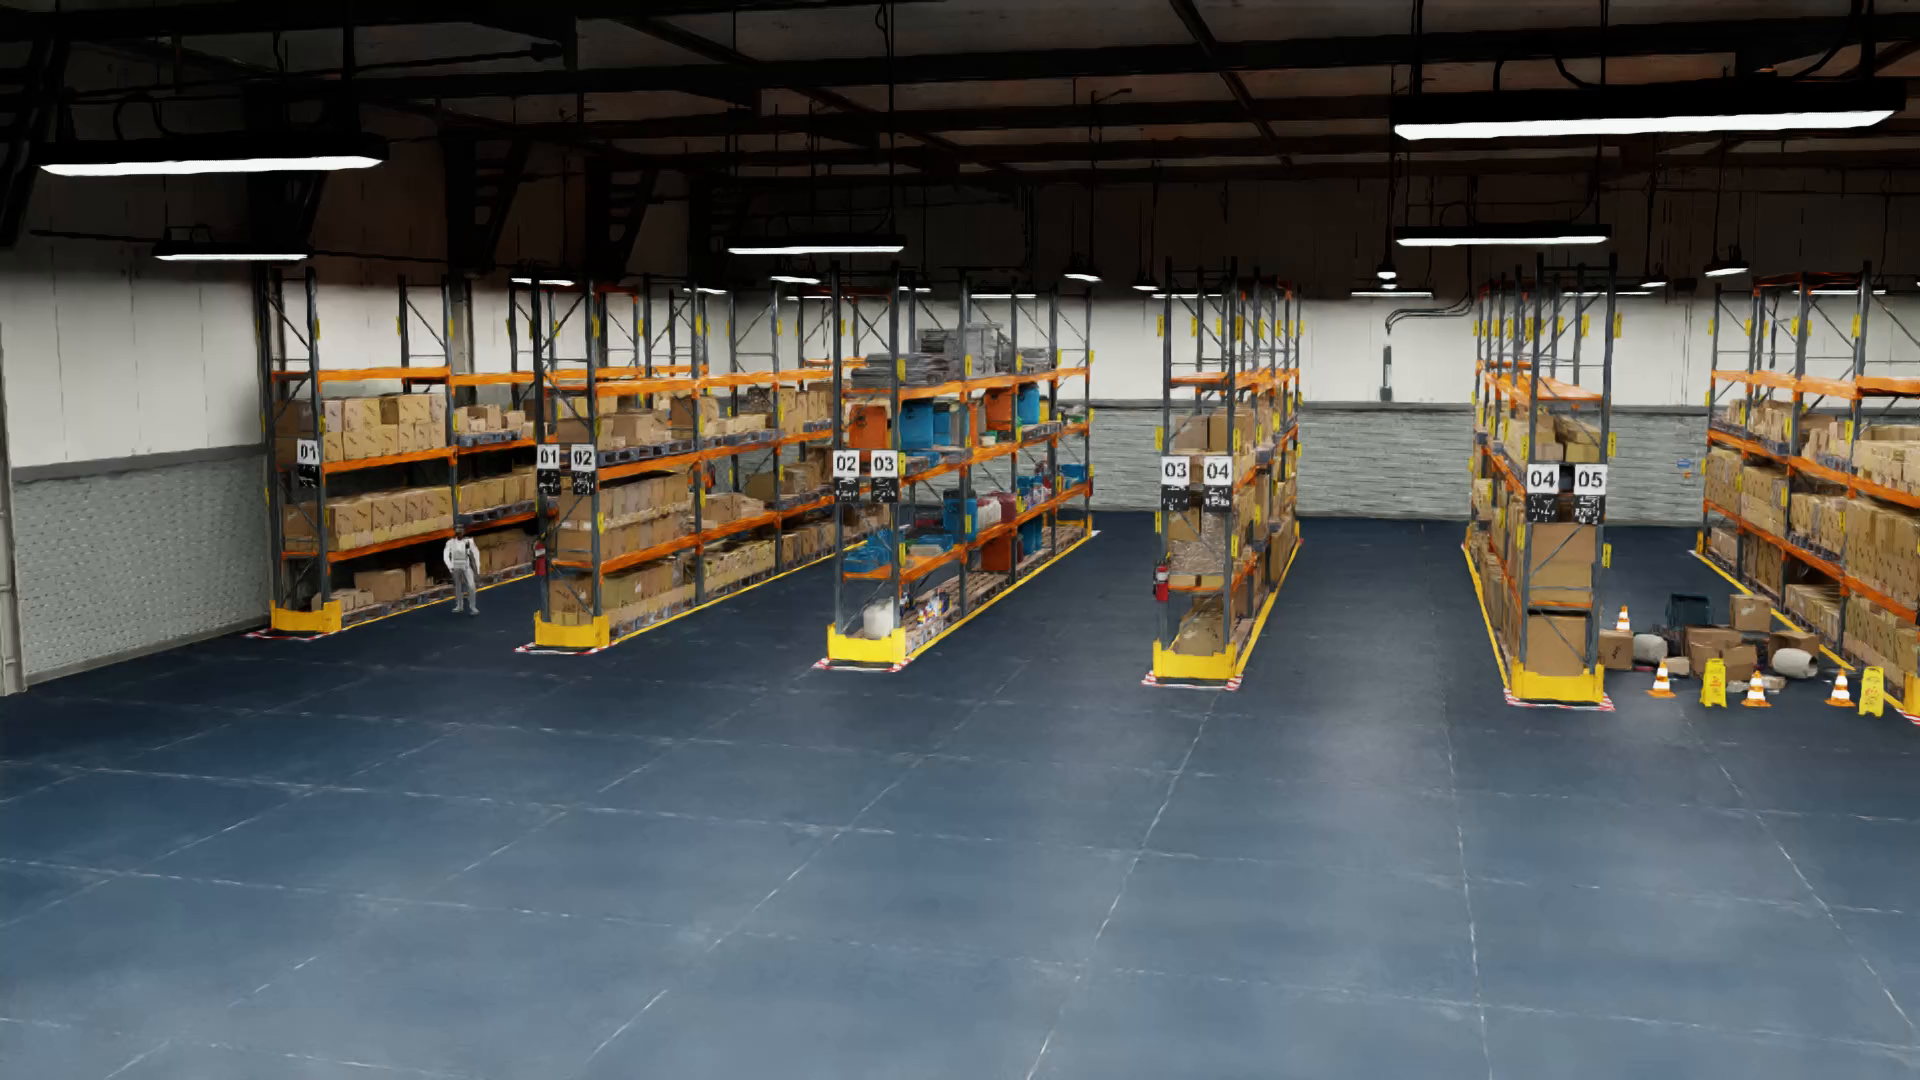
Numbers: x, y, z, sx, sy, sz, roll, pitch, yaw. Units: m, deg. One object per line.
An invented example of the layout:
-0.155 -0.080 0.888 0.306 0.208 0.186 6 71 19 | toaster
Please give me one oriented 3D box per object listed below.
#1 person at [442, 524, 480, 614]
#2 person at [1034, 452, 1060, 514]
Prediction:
-8.750 0.493 29.247 0.630 1.618 0.758 -1 7 -6 | person
2.327 -1.491 44.460 0.729 1.733 0.546 2 7 13 | person
